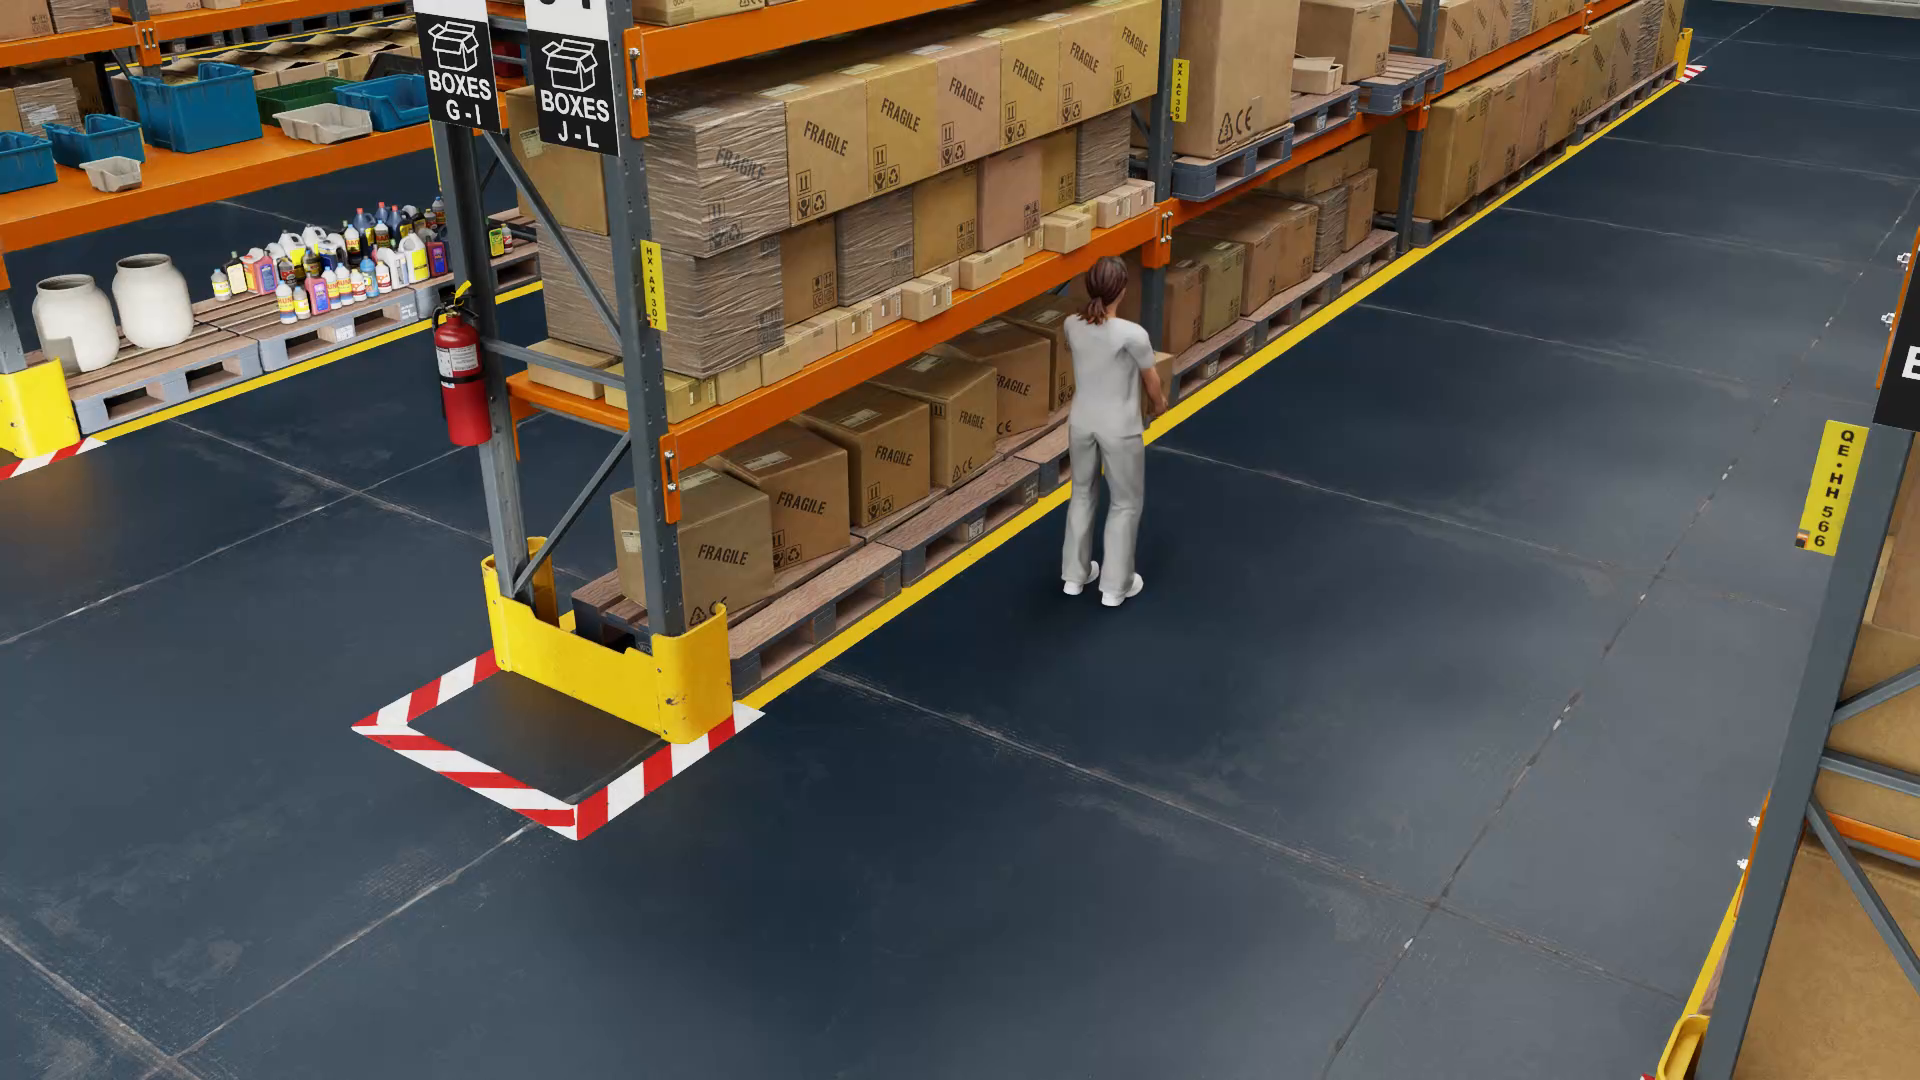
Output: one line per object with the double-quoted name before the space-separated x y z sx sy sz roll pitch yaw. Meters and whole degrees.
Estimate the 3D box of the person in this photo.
"person" 0.703 -0.522 7.656 0.423 1.667 0.532 16 31 29
